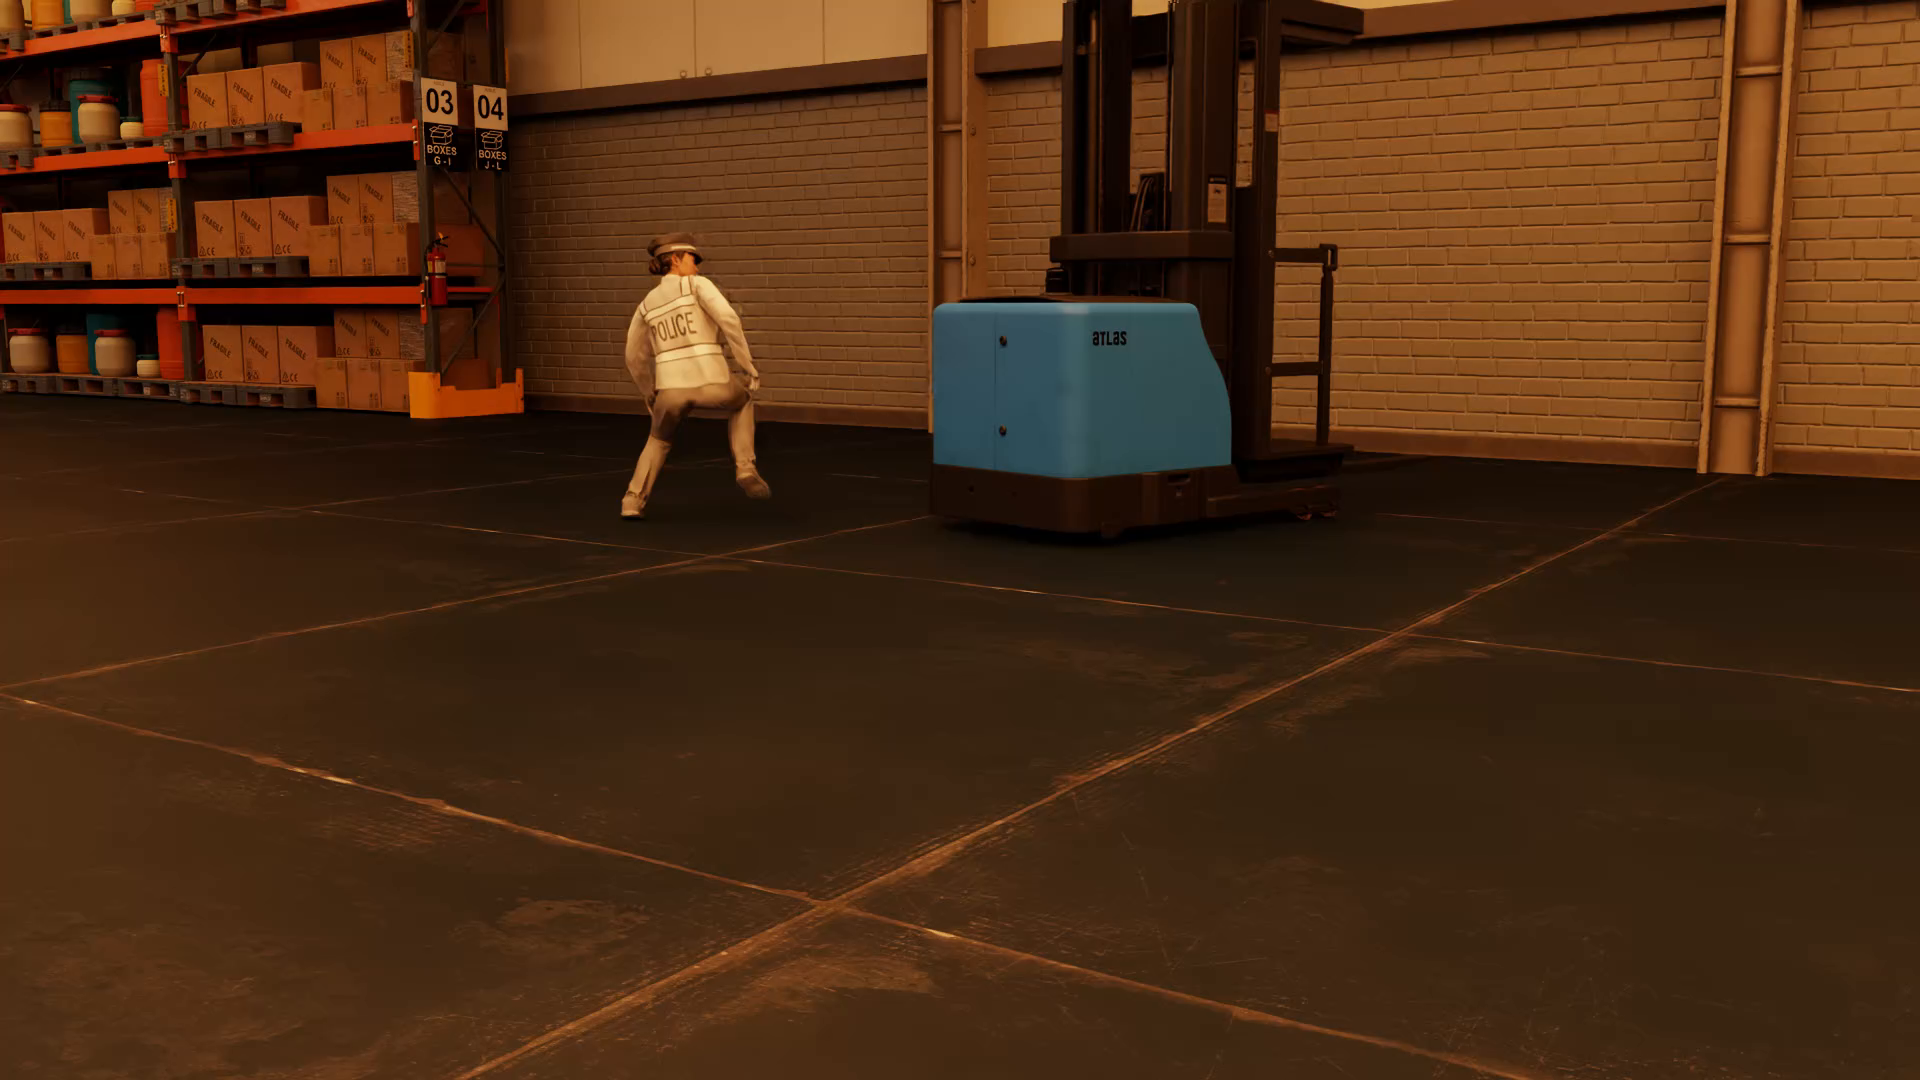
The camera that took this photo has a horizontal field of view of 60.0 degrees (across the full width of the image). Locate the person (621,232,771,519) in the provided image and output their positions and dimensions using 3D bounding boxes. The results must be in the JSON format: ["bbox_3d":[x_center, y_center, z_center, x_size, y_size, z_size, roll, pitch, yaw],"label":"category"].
[{"bbox_3d":[-1.343,-0.803,8.327,0.744,1.456,0.624,1,8,8],"label":"person"}]

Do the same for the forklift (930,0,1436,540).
[{"bbox_3d":[1.304,-1.597,8.425,3.031,2.935,1.130,-7,11,-40],"label":"forklift"}]
